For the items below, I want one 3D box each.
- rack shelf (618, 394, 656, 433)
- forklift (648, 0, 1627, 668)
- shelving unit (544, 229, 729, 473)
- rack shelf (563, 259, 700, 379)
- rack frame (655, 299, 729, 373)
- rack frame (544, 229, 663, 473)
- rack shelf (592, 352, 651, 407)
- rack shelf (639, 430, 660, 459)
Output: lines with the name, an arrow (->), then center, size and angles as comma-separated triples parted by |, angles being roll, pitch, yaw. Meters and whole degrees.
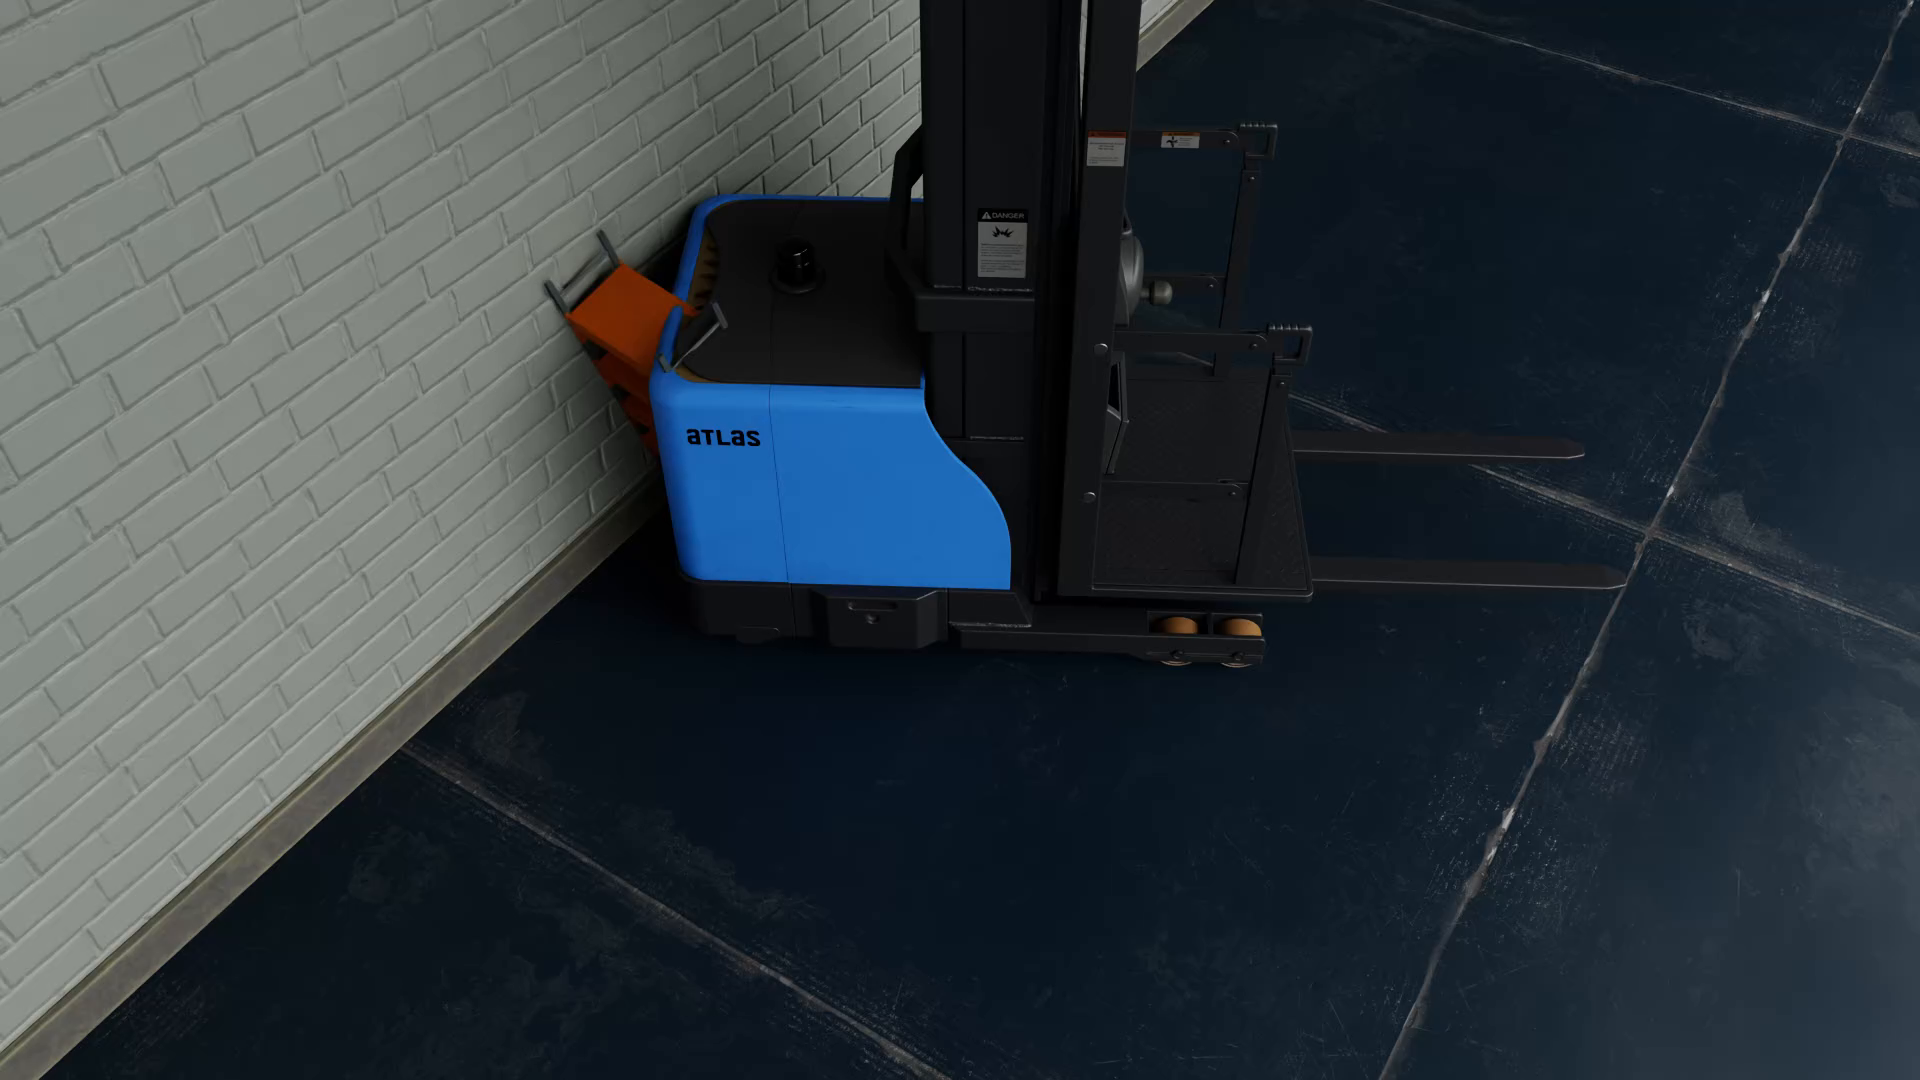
rack shelf -> -0.835, -0.385, 5.365 | 0.480, 0.148, 0.258 | 33, 72, 26
forklift -> 0.628, -1.003, 4.681 | 3.031, 2.935, 1.130 | 2, 46, 2
shelving unit -> -0.848, -0.418, 5.308 | 0.503, 1.200, 0.258 | 33, 72, 26
rack shelf -> -0.918, -0.613, 4.974 | 0.480, 0.148, 0.258 | 33, 72, 26
rack frame -> -0.664, -0.299, 5.199 | 0.015, 1.200, 0.240 | 33, 72, 26
rack frame -> -1.031, -0.537, 5.416 | 0.015, 1.200, 0.240 | 33, 72, 26
rack shelf -> -0.876, -0.496, 5.175 | 0.480, 0.148, 0.258 | 33, 72, 26
rack shelf -> -0.800, -0.287, 5.534 | 0.480, 0.148, 0.258 | 33, 72, 26
